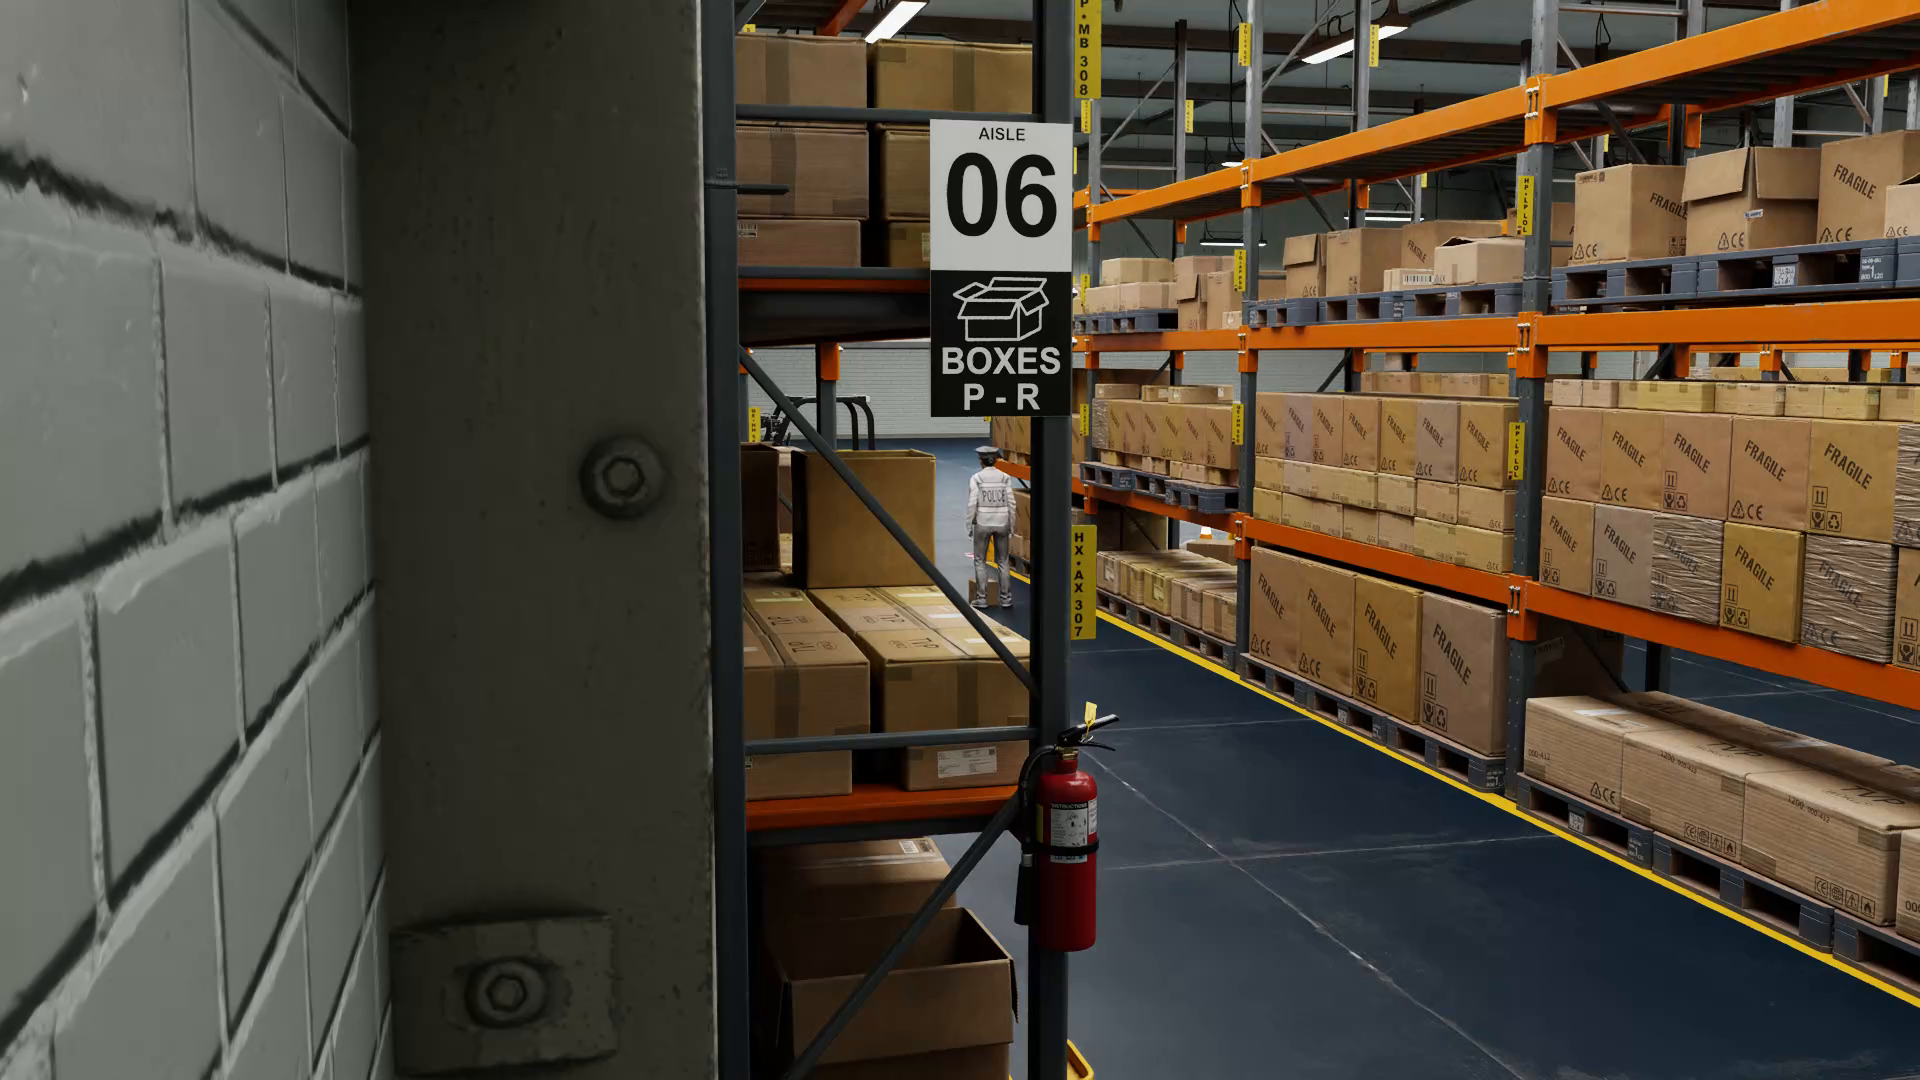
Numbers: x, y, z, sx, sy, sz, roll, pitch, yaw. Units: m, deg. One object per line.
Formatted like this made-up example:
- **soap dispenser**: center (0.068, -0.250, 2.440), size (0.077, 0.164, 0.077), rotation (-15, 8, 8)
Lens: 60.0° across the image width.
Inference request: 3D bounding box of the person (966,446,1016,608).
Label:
- **person**: center (0.317, -0.128, 17.146), size (0.525, 1.662, 0.374), rotation (-2, 6, -14)
